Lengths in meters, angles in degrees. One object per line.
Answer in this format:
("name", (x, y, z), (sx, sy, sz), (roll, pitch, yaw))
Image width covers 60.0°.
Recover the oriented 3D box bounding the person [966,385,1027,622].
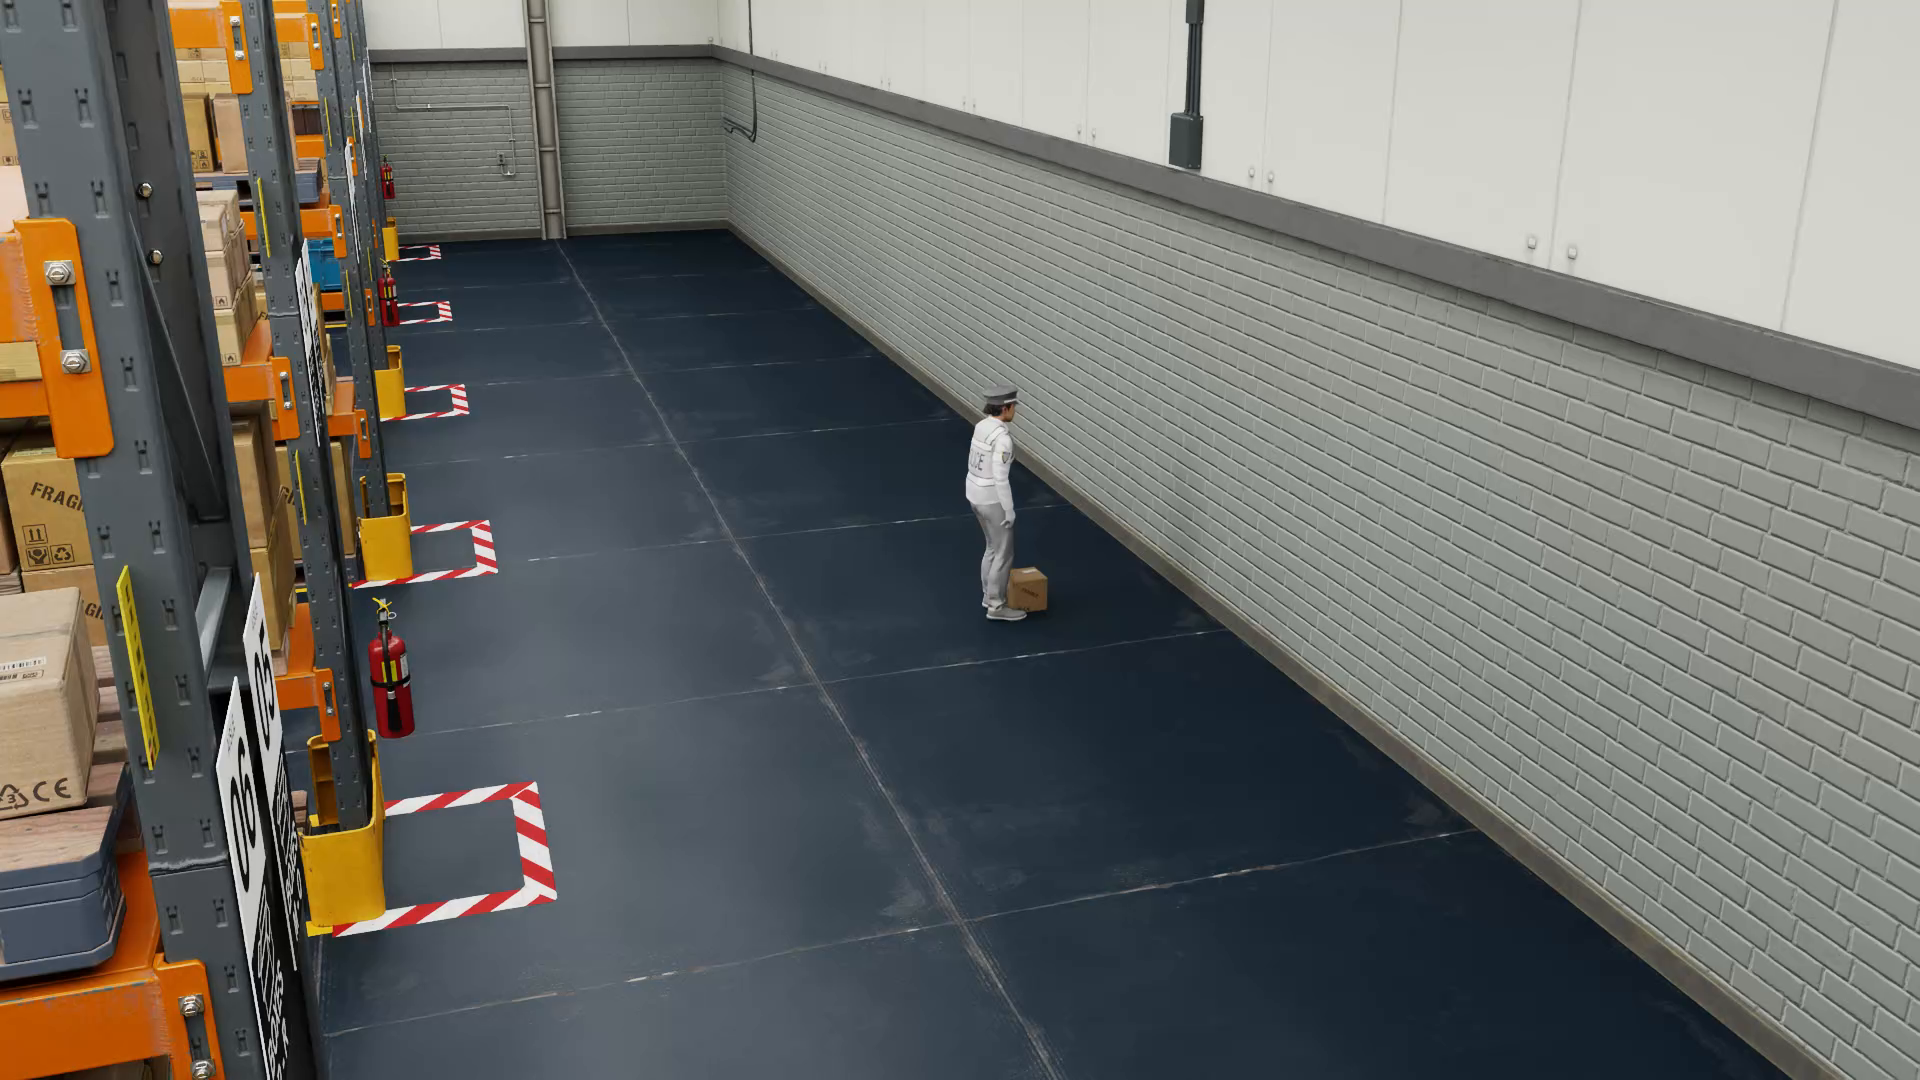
("person", (0.264, -0.273, 11.843), (0.414, 1.661, 0.533), (-7, 21, -20))
